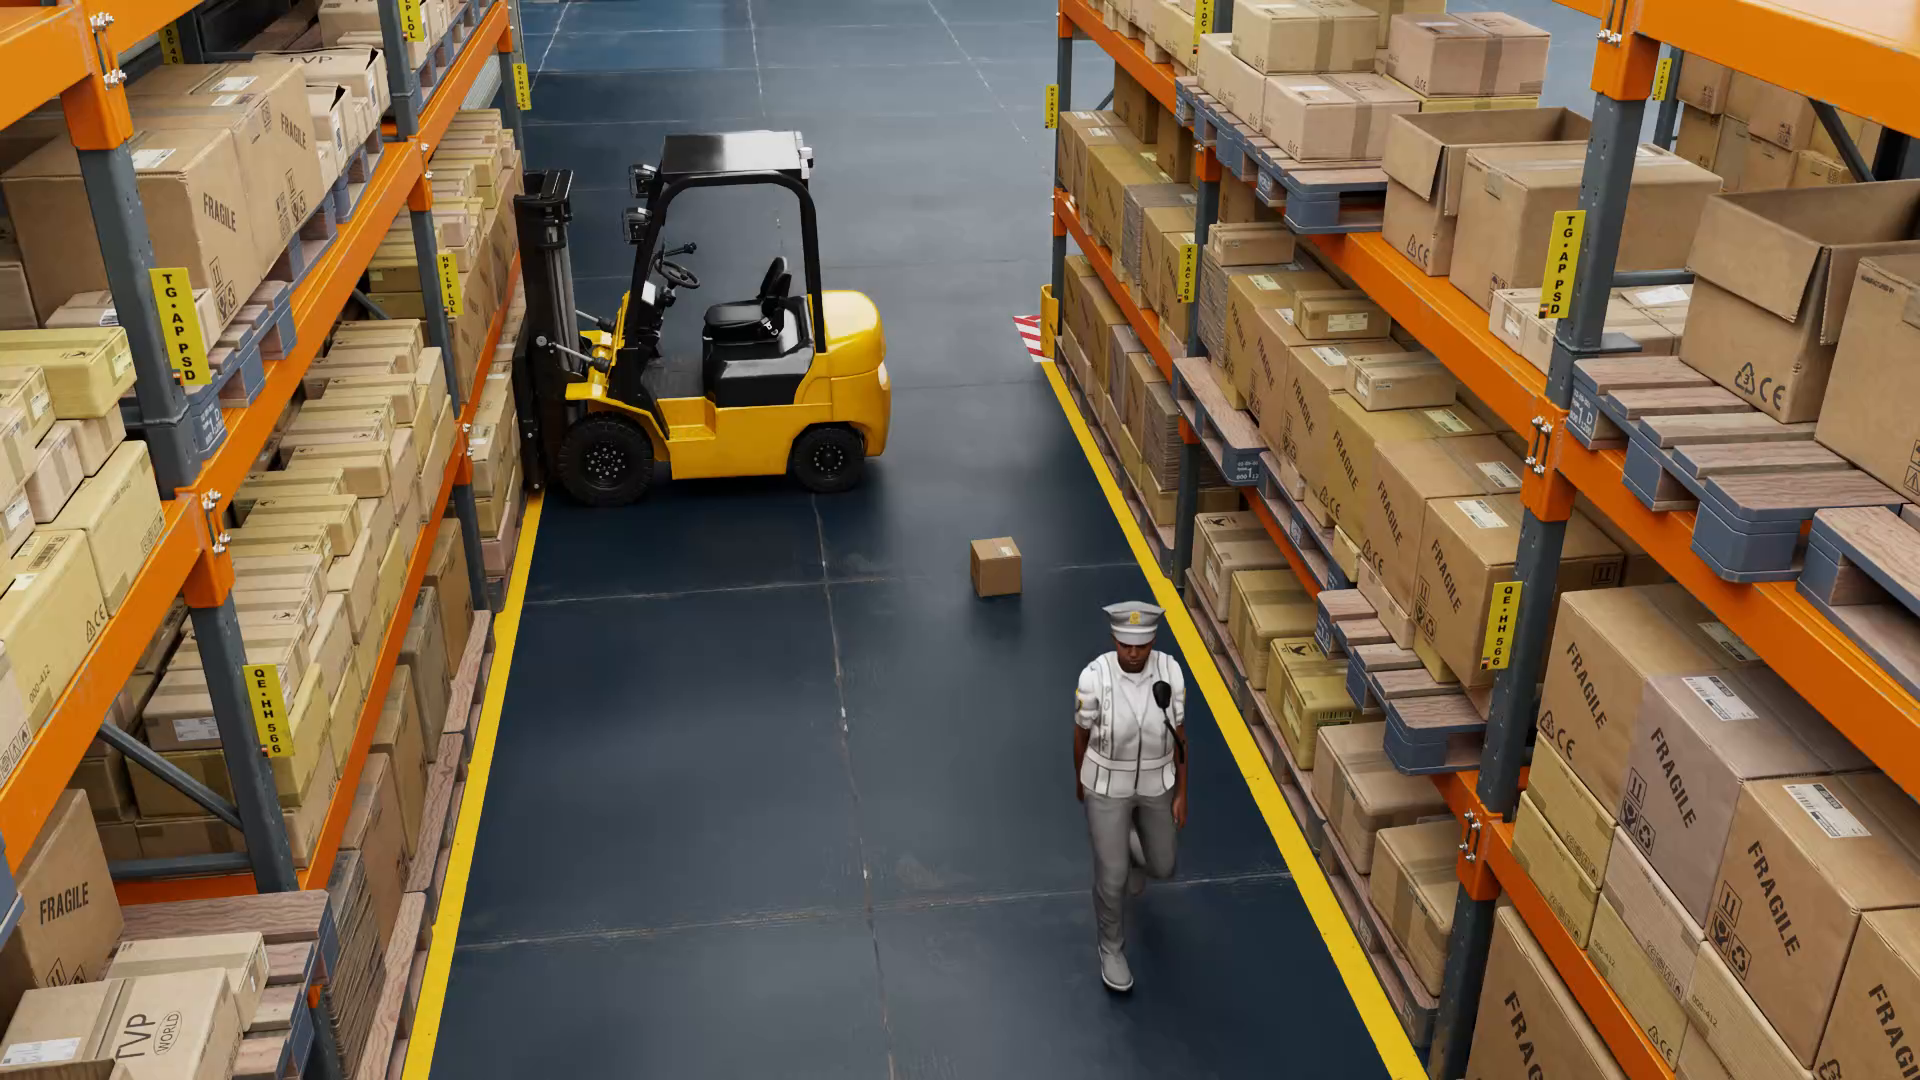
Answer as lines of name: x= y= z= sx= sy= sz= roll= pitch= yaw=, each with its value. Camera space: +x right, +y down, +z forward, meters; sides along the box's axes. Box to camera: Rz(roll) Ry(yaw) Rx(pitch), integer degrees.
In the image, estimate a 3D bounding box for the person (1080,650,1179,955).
person: x=0.668 y=1.029 z=6.766 sx=0.406 sy=1.342 sz=0.545 roll=-4 pitch=28 yaw=-7
